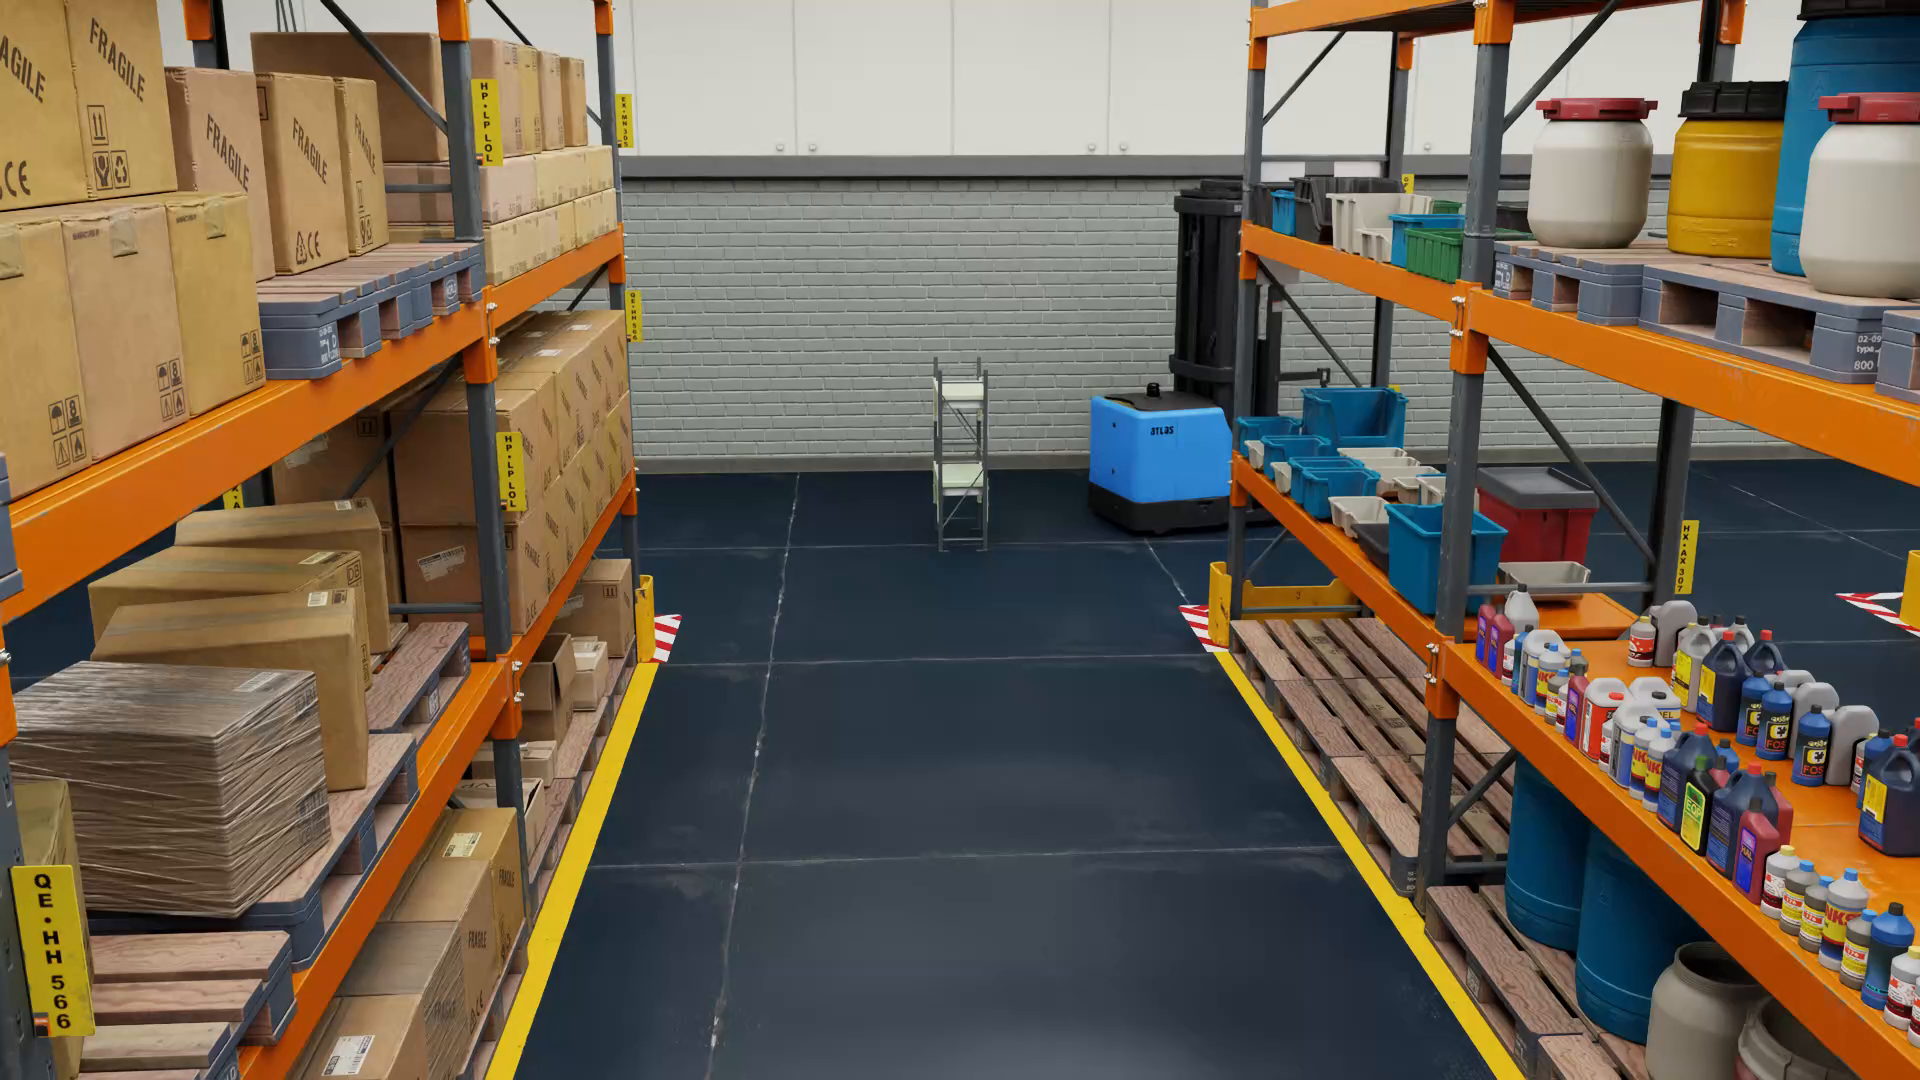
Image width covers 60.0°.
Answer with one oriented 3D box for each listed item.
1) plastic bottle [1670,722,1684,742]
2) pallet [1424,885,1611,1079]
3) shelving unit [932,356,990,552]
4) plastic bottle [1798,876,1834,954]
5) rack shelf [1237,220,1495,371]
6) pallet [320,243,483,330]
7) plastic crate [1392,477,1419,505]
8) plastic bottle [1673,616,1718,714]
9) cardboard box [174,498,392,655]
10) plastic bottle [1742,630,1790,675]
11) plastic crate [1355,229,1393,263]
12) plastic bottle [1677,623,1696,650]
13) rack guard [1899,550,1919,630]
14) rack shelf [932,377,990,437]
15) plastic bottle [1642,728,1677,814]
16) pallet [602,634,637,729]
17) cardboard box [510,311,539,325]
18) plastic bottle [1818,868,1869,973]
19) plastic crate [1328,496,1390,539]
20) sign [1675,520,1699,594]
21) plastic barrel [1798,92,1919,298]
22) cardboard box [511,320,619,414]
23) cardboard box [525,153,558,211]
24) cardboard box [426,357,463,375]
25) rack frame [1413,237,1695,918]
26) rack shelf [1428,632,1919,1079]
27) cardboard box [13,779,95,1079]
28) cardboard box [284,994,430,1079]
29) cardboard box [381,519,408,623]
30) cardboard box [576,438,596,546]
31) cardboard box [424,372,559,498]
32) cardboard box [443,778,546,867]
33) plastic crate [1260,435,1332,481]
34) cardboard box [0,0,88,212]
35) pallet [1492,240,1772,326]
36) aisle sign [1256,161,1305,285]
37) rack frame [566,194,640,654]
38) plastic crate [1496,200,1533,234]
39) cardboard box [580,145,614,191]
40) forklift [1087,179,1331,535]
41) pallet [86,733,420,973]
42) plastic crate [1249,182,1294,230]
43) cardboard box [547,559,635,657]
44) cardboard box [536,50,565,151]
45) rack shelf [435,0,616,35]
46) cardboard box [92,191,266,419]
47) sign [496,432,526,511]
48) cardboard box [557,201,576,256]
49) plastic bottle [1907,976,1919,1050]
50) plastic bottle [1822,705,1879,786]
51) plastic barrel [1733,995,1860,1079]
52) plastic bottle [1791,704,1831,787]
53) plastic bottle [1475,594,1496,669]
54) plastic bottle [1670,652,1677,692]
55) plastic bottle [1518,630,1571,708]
[{"bbox_3d":[2.409,0.716,5.623,0.097,0.201,0.097,0,14,0],"label":"plastic bottle"},{"bbox_3d":[2.572,1.760,6.761,1.003,0.211,1.213,-1,14,-3],"label":"pallet"},{"bbox_3d":[0.000,-0.725,13.833,0.431,1.500,0.755,-1,14,-3],"label":"shelving unit"},{"bbox_3d":[2.329,1.007,4.492,0.097,0.201,0.097,0,14,0],"label":"plastic bottle"},{"bbox_3d":[2.442,-1.384,8.811,1.077,0.370,4.000,-1,14,-3],"label":"rack shelf"},{"bbox_3d":[-2.408,-0.906,5.884,1.213,0.211,1.003,-1,14,-3],"label":"pallet"},{"bbox_3d":[2.631,-0.264,9.443,0.298,0.136,0.250,-1,14,-3],"label":"plastic crate"},{"bbox_3d":[2.805,0.467,6.291,0.144,0.351,0.185,-1,14,-3],"label":"plastic bottle"},{"bbox_3d":[-2.572,0.162,6.332,0.700,0.500,0.500,-6,16,-22],"label":"cardboard box"},{"bbox_3d":[2.961,0.511,6.121,0.144,0.351,0.185,-1,14,-3],"label":"plastic bottle"},{"bbox_3d":[2.107,-1.418,8.028,0.293,0.136,0.466,-1,14,-3],"label":"plastic crate"},{"bbox_3d":[2.947,0.435,6.715,0.097,0.201,0.097,0,14,0],"label":"plastic bottle"},{"bbox_3d":[7.260,0.351,11.660,1.175,0.500,0.348,-1,14,-3],"label":"rack guard"},{"bbox_3d":[0.000,-1.103,13.736,0.431,0.370,0.720,-1,14,-3],"label":"rack shelf"},{"bbox_3d":[2.272,0.742,5.381,0.097,0.271,0.097,0,14,0],"label":"plastic bottle"},{"bbox_3d":[-2.571,0.866,10.238,1.003,0.211,1.213,-1,14,-3],"label":"pallet"},{"bbox_3d":[-2.862,-1.120,10.153,0.500,0.500,0.500,0,14,-2],"label":"cardboard box"},{"bbox_3d":[2.335,0.997,4.389,0.097,0.271,0.097,0,14,0],"label":"plastic bottle"},{"bbox_3d":[2.158,-0.112,8.853,0.293,0.136,0.466,-1,14,-3],"label":"plastic crate"},{"bbox_3d":[3.115,0.075,7.159,0.100,0.325,0.005,-1,14,-3],"label":"sign"},{"bbox_3d":[2.553,-0.948,4.557,0.433,0.535,0.433,0,14,0],"label":"plastic barrel"},{"bbox_3d":[-2.292,-1.003,9.696,0.500,0.500,0.500,0,14,-2],"label":"cardboard box"},{"bbox_3d":[-2.213,-1.703,7.903,0.500,0.250,0.500,-1,14,-3],"label":"cardboard box"},{"bbox_3d":[-2.734,-0.614,8.187,0.500,0.500,0.500,-1,14,-3],"label":"cardboard box"},{"bbox_3d":[2.566,0.217,7.162,1.000,3.000,0.127,-1,14,-3],"label":"rack frame"},{"bbox_3d":[2.690,1.063,5.318,1.077,0.370,4.000,-1,14,-3],"label":"rack shelf"},{"bbox_3d":[-2.282,0.881,3.539,0.700,0.500,0.500,-6,16,-22],"label":"cardboard box"},{"bbox_3d":[-1.975,1.783,5.211,0.500,0.500,0.500,-1,14,-5],"label":"cardboard box"},{"bbox_3d":[-2.665,0.124,7.324,0.500,0.500,0.500,-1,14,-3],"label":"cardboard box"},{"bbox_3d":[-2.235,-0.265,8.835,0.500,0.500,0.500,-1,14,-4],"label":"cardboard box"},{"bbox_3d":[-2.159,-0.490,7.702,0.500,0.500,0.500,-1,14,-5],"label":"cardboard box"},{"bbox_3d":[-2.188,1.274,7.567,0.500,0.311,0.500,-1,14,-3],"label":"cardboard box"},{"bbox_3d":[2.045,-0.495,10.147,0.416,0.233,0.300,-1,14,-3],"label":"plastic crate"},{"bbox_3d":[-2.183,-0.933,3.406,0.500,0.500,0.500,-1,14,-3],"label":"cardboard box"},{"bbox_3d":[2.712,-0.950,6.060,1.213,0.211,1.003,-1,14,-3],"label":"pallet"},{"bbox_3d":[2.017,-2.050,10.756,0.394,0.787,0.004,-1,14,-3],"label":"aisle sign"},{"bbox_3d":[-2.626,-0.702,10.735,1.000,3.000,0.127,-1,14,-3],"label":"rack frame"},{"bbox_3d":[2.762,-1.485,8.022,0.497,0.269,0.590,-1,14,-3],"label":"plastic crate"},{"bbox_3d":[-2.340,-2.200,9.836,0.500,0.250,0.500,-1,14,-3],"label":"cardboard box"},{"bbox_3d":[2.711,-1.674,14.650,3.031,2.935,1.130,-5,15,-20],"label":"forklift"},{"bbox_3d":[-2.256,0.897,4.905,1.003,0.211,1.213,-1,14,-3],"label":"pallet"},{"bbox_3d":[2.064,-2.067,10.282,0.497,0.269,0.590,-1,14,-3],"label":"plastic crate"},{"bbox_3d":[-2.347,0.427,10.481,0.500,0.500,0.500,-1,14,-3],"label":"cardboard box"},{"bbox_3d":[-2.494,-2.311,8.763,0.700,0.500,0.500,-1,14,-3],"label":"cardboard box"},{"bbox_3d":[-2.502,-2.760,8.144,1.077,0.370,4.000,-1,14,-3],"label":"rack shelf"},{"bbox_3d":[-2.255,-0.578,4.031,0.910,0.500,0.500,-1,14,-3],"label":"cardboard box"},{"bbox_3d":[-1.825,-0.277,6.761,0.100,0.325,0.005,-1,14,-3],"label":"sign"},{"bbox_3d":[-2.252,-1.585,8.448,0.500,0.250,0.500,-1,14,-3],"label":"cardboard box"},{"bbox_3d":[2.360,1.128,4.021,0.097,0.201,0.097,0,14,0],"label":"plastic bottle"},{"bbox_3d":[2.989,0.678,5.621,0.152,0.276,0.135,-1,14,-3],"label":"plastic bottle"},{"bbox_3d":[2.696,1.774,5.107,0.600,0.588,0.708,-1,14,-3],"label":"plastic barrel"},{"bbox_3d":[2.866,0.687,5.596,0.097,0.271,0.097,0,14,0],"label":"plastic bottle"},{"bbox_3d":[2.163,0.372,6.797,0.061,0.283,0.133,-1,14,-3],"label":"plastic bottle"},{"bbox_3d":[2.812,0.504,6.447,0.097,0.201,0.097,0,14,0],"label":"plastic bottle"},{"bbox_3d":[2.237,0.489,6.354,0.152,0.276,0.135,-1,14,-3],"label":"plastic bottle"}]
